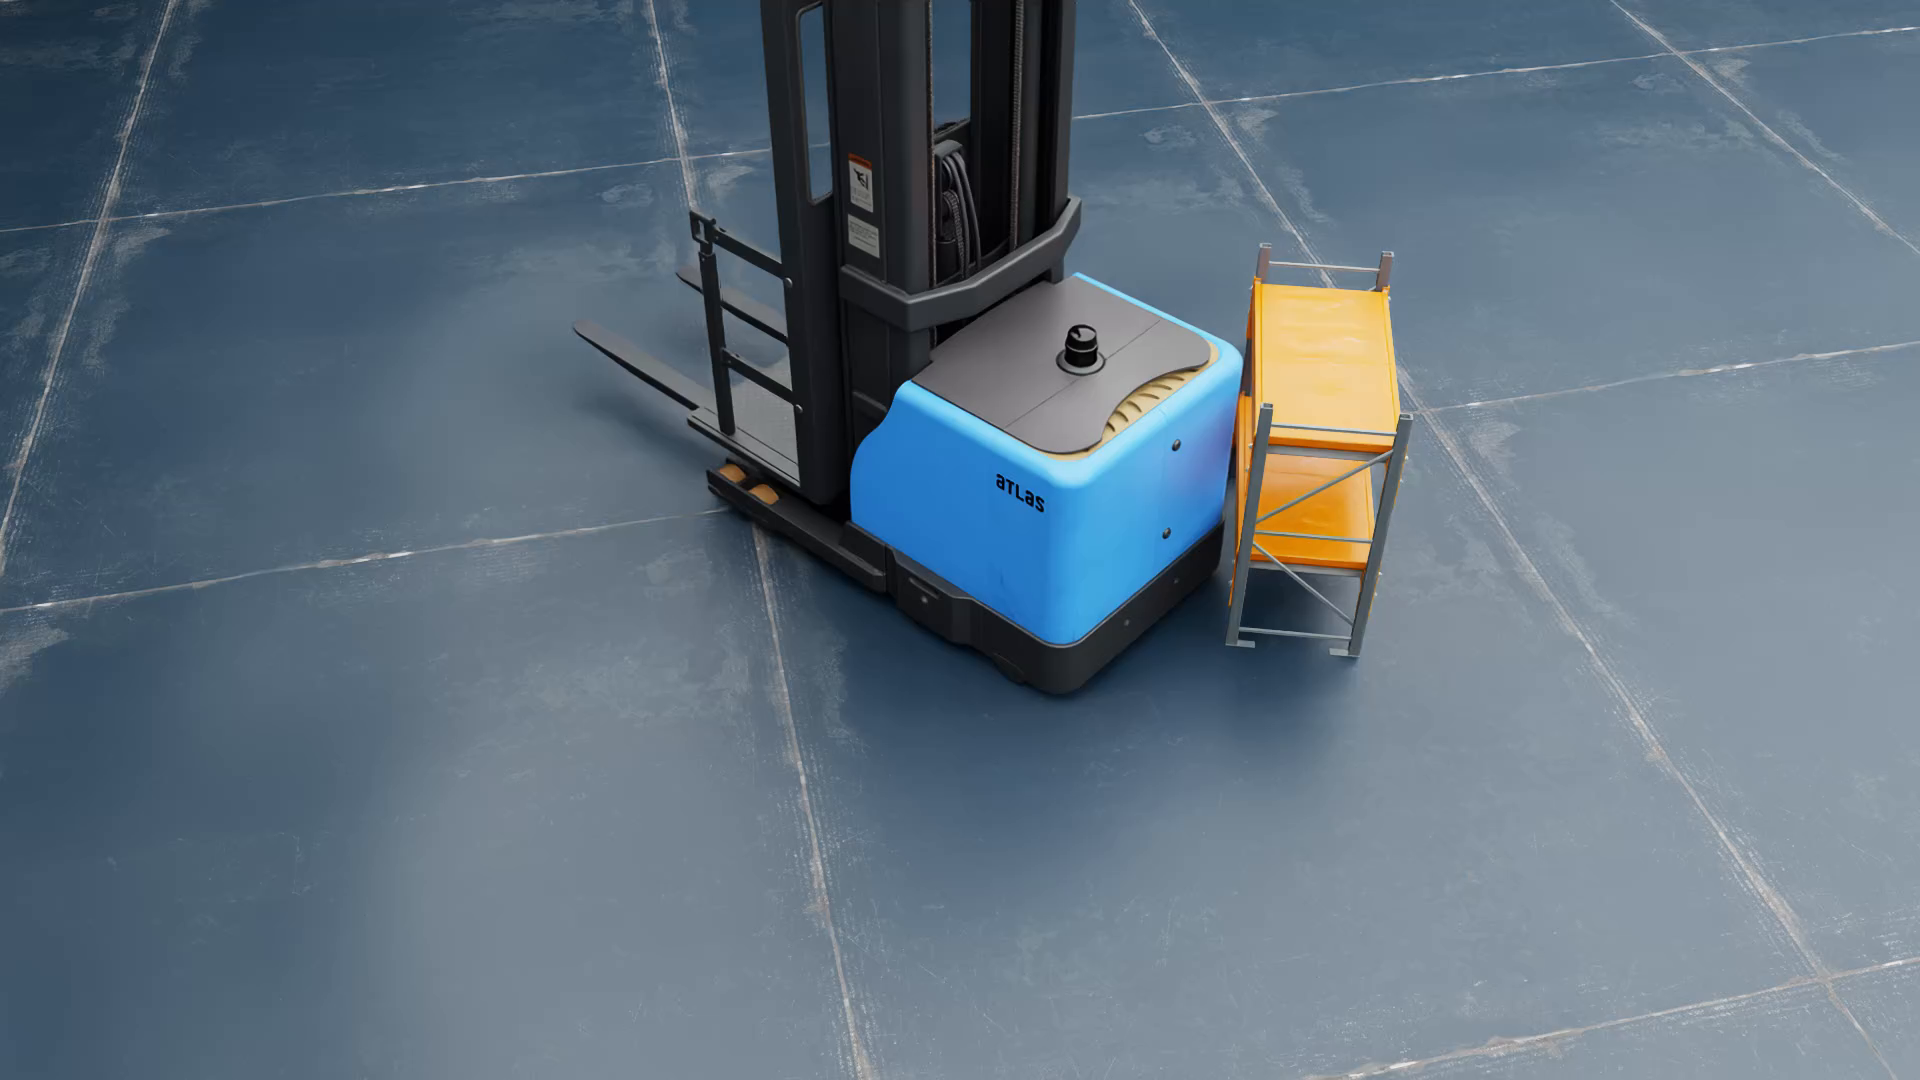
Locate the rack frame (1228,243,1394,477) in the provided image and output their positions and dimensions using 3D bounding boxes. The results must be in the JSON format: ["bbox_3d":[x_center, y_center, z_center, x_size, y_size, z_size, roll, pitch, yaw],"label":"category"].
[{"bbox_3d":[1.387,-0.678,6.667,0.500,1.125,0.032,5,42,6],"label":"rack frame"}]

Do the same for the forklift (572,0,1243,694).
[{"bbox_3d":[-0.407,-1.389,6.106,3.031,2.935,1.130,31,50,30],"label":"forklift"}]

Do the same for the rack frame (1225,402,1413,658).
[{"bbox_3d":[1.255,-0.009,5.913,0.500,1.125,0.032,5,42,6],"label":"rack frame"}]

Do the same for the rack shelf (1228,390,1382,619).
[{"bbox_3d":[1.321,-0.161,6.452,0.538,0.278,1.000,5,42,6],"label":"rack shelf"}]

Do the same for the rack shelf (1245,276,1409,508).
[{"bbox_3d":[1.321,-0.563,6.096,0.538,0.278,1.000,5,42,6],"label":"rack shelf"}]

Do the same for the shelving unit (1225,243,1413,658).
[{"bbox_3d":[1.321,-0.344,6.290,0.538,1.125,1.048,5,42,6],"label":"shelving unit"}]
